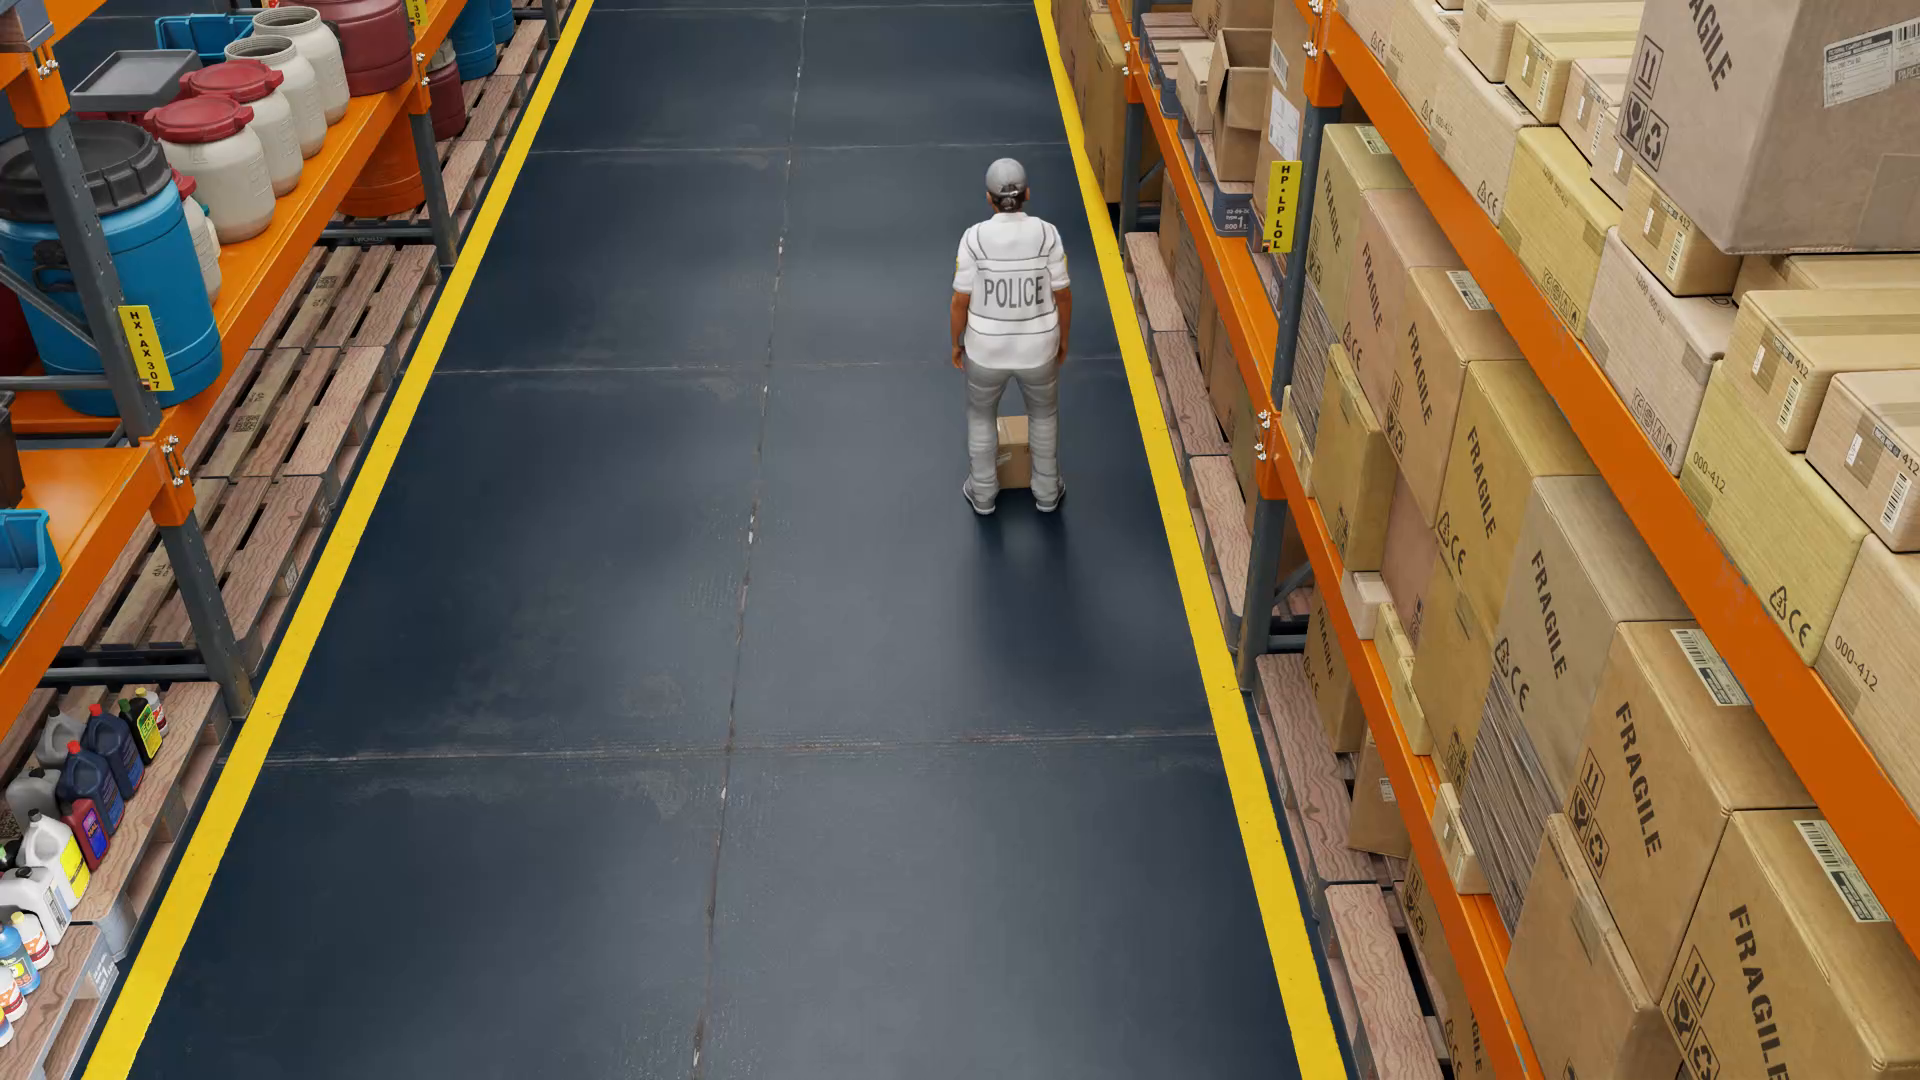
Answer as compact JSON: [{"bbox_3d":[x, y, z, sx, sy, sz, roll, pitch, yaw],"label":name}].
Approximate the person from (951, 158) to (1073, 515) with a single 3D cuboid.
[{"bbox_3d":[0.232,-0.869,7.361,0.547,1.666,0.473,-2,35,-3],"label":"person"}]
